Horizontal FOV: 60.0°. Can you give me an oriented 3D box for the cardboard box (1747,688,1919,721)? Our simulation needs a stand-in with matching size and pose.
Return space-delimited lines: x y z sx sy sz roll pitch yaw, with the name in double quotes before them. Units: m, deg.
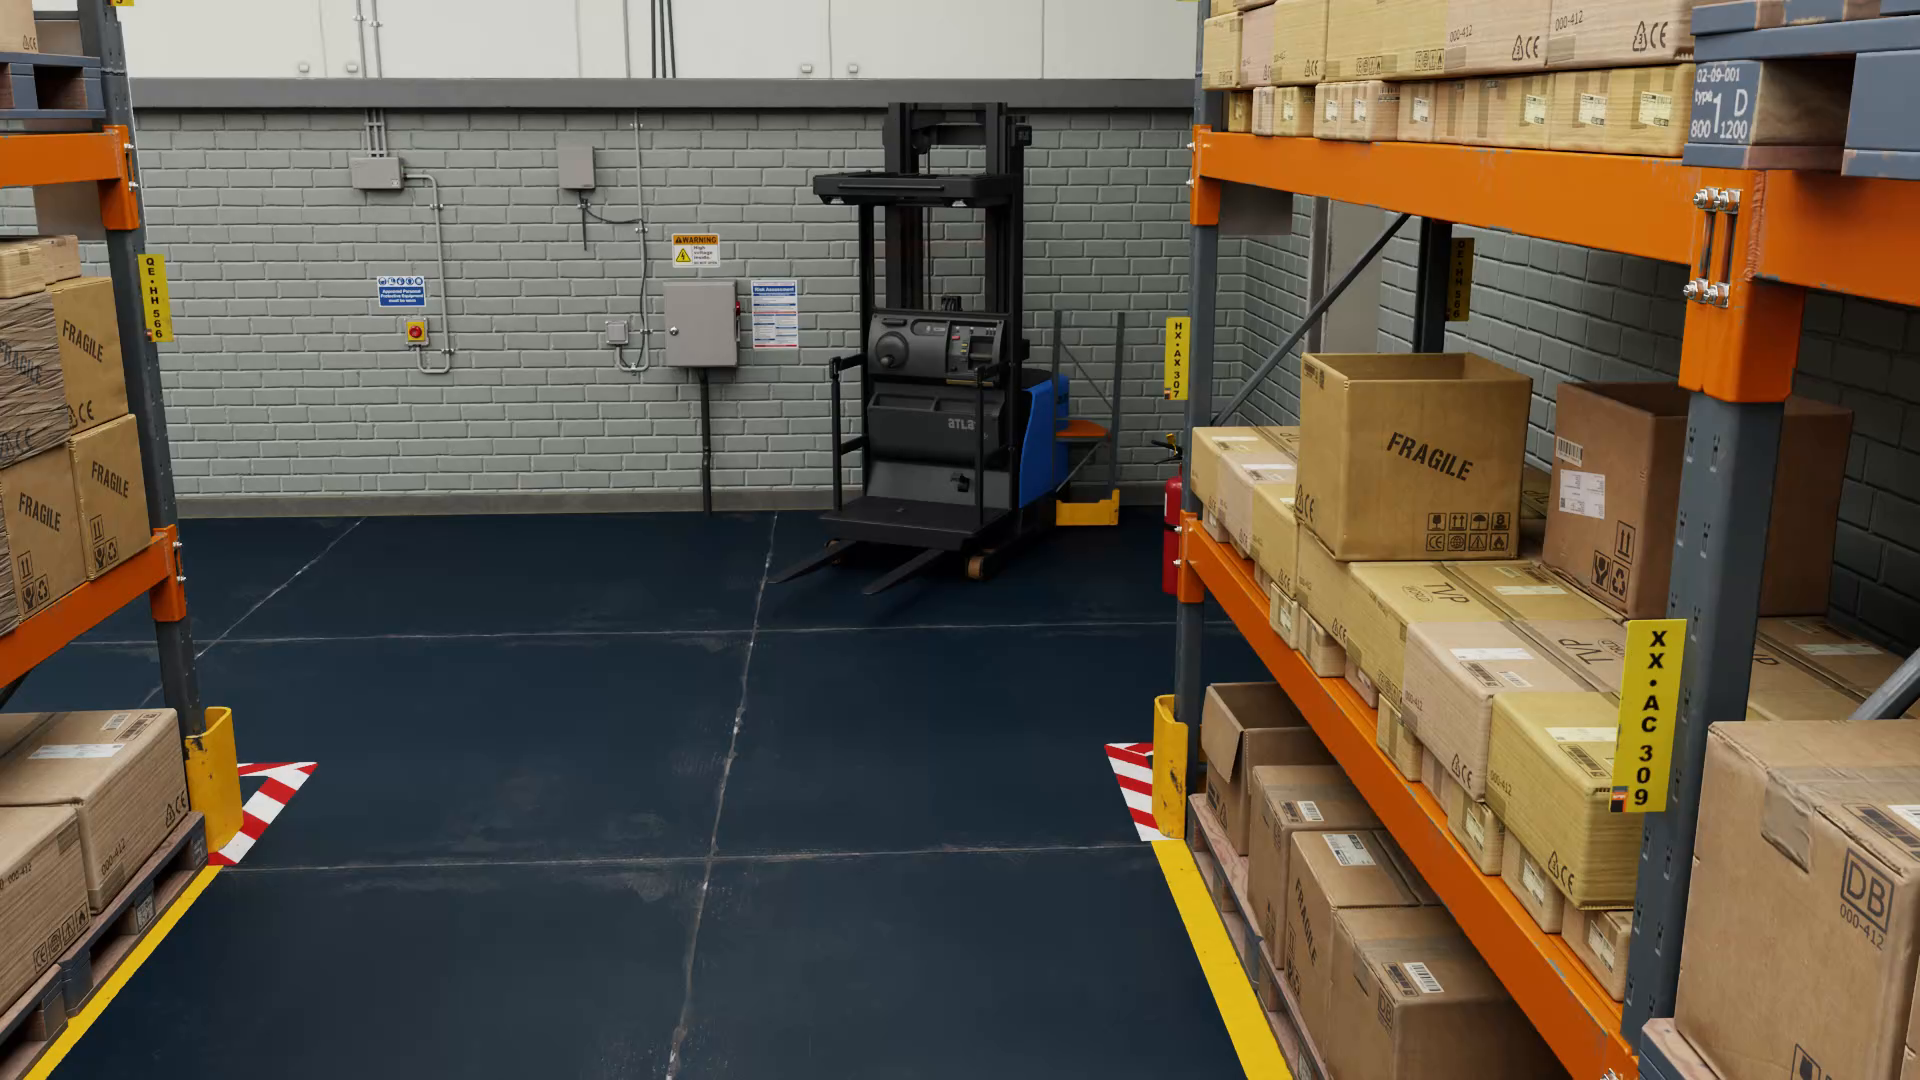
"cardboard box" 1.885 0.494 3.290 0.500 0.250 0.500 -1 14 -4

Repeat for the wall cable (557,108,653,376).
"wall cable" -2.514 -2.143 11.797 0.588 1.984 0.122 -1 14 -3

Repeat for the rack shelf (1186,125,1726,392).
"rack shelf" 1.522 -0.909 4.462 1.077 0.370 4.000 -1 14 -3

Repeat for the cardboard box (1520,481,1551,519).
"cardboard box" 1.748 -0.011 5.255 0.500 0.250 0.500 0 14 -2

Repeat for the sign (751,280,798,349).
"sign" -1.343 -1.636 12.054 0.329 0.494 0.001 -1 14 -3

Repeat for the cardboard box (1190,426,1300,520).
"cardboard box" 1.157 -0.256 6.207 0.500 0.250 0.500 -1 14 -3

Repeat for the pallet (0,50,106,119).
"pallet" -3.499 -1.450 5.299 1.003 0.211 1.213 -1 14 -3

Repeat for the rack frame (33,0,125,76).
"rack frame" -3.556 -3.130 5.631 1.000 3.000 0.127 -1 14 -3

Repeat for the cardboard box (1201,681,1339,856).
"cardboard box" 1.342 0.857 6.342 0.797 0.503 0.637 -1 15 -6

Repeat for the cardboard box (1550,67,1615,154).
"cardboard box" 1.317 -0.784 3.038 0.380 0.149 0.250 -1 14 -4

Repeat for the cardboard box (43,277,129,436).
"cardboard box" -3.288 -0.641 5.790 0.500 0.500 0.500 0 14 -2

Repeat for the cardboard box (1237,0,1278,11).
"cardboard box" 1.188 -1.827 5.289 0.500 0.250 0.500 -1 14 -4

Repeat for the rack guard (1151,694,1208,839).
"rack guard" 1.403 0.928 6.918 1.175 0.500 0.348 -1 14 -3

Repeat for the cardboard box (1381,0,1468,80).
"cardboard box" 1.303 -1.204 3.870 0.500 0.250 0.500 -1 14 -2

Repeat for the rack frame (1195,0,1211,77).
"rack frame" 1.398 -3.207 5.932 1.000 3.000 0.127 -1 14 -3

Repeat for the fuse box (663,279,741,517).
"fuse box" -1.823 -0.998 11.973 0.539 1.711 0.414 -1 14 -3

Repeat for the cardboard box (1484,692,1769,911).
"cardboard box" 1.371 0.499 3.273 0.500 0.250 0.500 -1 14 -2

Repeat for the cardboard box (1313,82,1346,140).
"cardboard box" 1.184 -1.167 4.528 0.380 0.149 0.250 -1 14 -3

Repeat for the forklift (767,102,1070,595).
"forklift" -0.238 -1.276 10.603 1.130 2.935 3.031 6 16 22

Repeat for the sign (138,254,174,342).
"sign" -3.013 -0.905 6.224 0.100 0.325 0.005 -1 14 -3

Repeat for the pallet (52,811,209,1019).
"pallet" -3.428 1.324 5.958 1.003 0.211 1.213 -1 14 -3

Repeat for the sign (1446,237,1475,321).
"sign" 1.953 -1.019 6.510 0.100 0.325 0.005 -1 14 -3

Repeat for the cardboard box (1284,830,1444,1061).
"cardboard box" 1.289 1.205 4.996 0.500 0.500 0.500 -1 14 -2

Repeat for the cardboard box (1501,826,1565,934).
"cardboard box" 1.336 0.675 3.388 0.380 0.149 0.250 0 14 -2

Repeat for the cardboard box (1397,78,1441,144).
"cardboard box" 1.289 -1.041 4.039 0.380 0.149 0.250 -1 14 -3

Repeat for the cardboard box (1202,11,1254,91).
"cardboard box" 1.153 -1.711 5.842 0.500 0.250 0.500 -1 14 -4

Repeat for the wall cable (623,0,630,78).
"wall cable" -3.438 -4.551 11.155 2.355 3.000 0.029 -1 14 -3

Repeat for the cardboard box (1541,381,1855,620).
"cardboard box" 1.819 -0.116 4.157 0.500 0.500 0.500 -1 14 -5

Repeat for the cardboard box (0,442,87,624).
"cardboard box" -3.246 -0.032 5.429 0.500 0.500 0.500 -1 14 -5

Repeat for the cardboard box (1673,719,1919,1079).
"cardboard box" 1.453 0.565 2.268 0.700 0.500 0.500 -1 14 -2

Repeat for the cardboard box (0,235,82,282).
"cardboard box" -3.334 -0.985 5.826 0.380 0.149 0.250 -1 14 -3

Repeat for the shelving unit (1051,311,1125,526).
"shelving unit" 0.747 -0.950 12.101 0.587 1.500 1.083 -1 12 -14

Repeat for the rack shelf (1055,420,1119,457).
"rack shelf" 0.742 -0.772 12.130 0.538 0.185 1.000 -1 12 -14

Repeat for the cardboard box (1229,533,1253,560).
"cardboard box" 1.207 -0.032 6.134 0.380 0.149 0.250 -1 14 -2

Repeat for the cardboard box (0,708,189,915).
"cardboard box" -3.415 0.976 6.013 0.875 0.438 0.875 -1 14 -5

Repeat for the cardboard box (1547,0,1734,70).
"cardboard box" 1.366 -0.947 2.873 0.500 0.250 0.500 -1 14 -3

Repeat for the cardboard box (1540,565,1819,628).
"cardboard box" 1.817 0.241 4.273 0.500 0.250 0.500 -1 14 -2

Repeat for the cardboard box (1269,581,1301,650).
"cardboard box" 1.175 0.227 5.129 0.380 0.149 0.250 -1 14 -5

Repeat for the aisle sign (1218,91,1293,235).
"aisle sign" 1.101 -1.573 6.404 0.394 0.787 0.004 -1 14 -3

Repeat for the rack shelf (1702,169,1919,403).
"rack shelf" 1.770 0.086 0.596 1.077 0.370 4.000 -1 14 -3

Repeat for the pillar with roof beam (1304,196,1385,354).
"pillar with roof beam" -2.166 -3.825 8.334 9.100 9.000 0.400 -1 14 -3

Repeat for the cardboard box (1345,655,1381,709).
"cardboard box" 1.296 0.355 4.630 0.380 0.149 0.250 -1 14 -4

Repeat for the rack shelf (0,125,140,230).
"rack shelf" -3.432 -0.831 4.161 1.077 0.370 4.000 -1 14 -3

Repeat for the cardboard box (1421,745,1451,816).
"cardboard box" 1.307 0.545 3.893 0.380 0.149 0.250 -1 14 -2

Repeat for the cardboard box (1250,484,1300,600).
"cardboard box" 1.224 -0.005 5.230 0.500 0.250 0.500 -1 14 -4

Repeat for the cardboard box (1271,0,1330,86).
"cardboard box" 1.224 -1.458 4.857 0.500 0.250 0.500 -1 14 -5

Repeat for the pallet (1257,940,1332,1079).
"pallet" 1.526 1.569 5.007 1.003 0.211 1.213 -1 14 -3

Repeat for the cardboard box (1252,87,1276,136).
"cardboard box" 1.140 -1.358 5.267 0.380 0.149 0.250 -1 14 -2

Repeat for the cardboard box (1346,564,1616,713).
"cardboard box" 1.308 0.250 4.239 0.500 0.250 0.500 -1 14 -4

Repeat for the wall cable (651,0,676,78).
"wall cable" -0.656 -4.603 11.281 2.988 3.039 0.133 -1 14 -3

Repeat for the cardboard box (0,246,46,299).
"cardboard box" -3.194 -0.859 5.337 0.380 0.149 0.250 -1 14 -4

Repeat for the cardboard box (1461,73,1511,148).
"cardboard box" 1.298 -0.912 3.535 0.380 0.149 0.250 -1 14 -4
